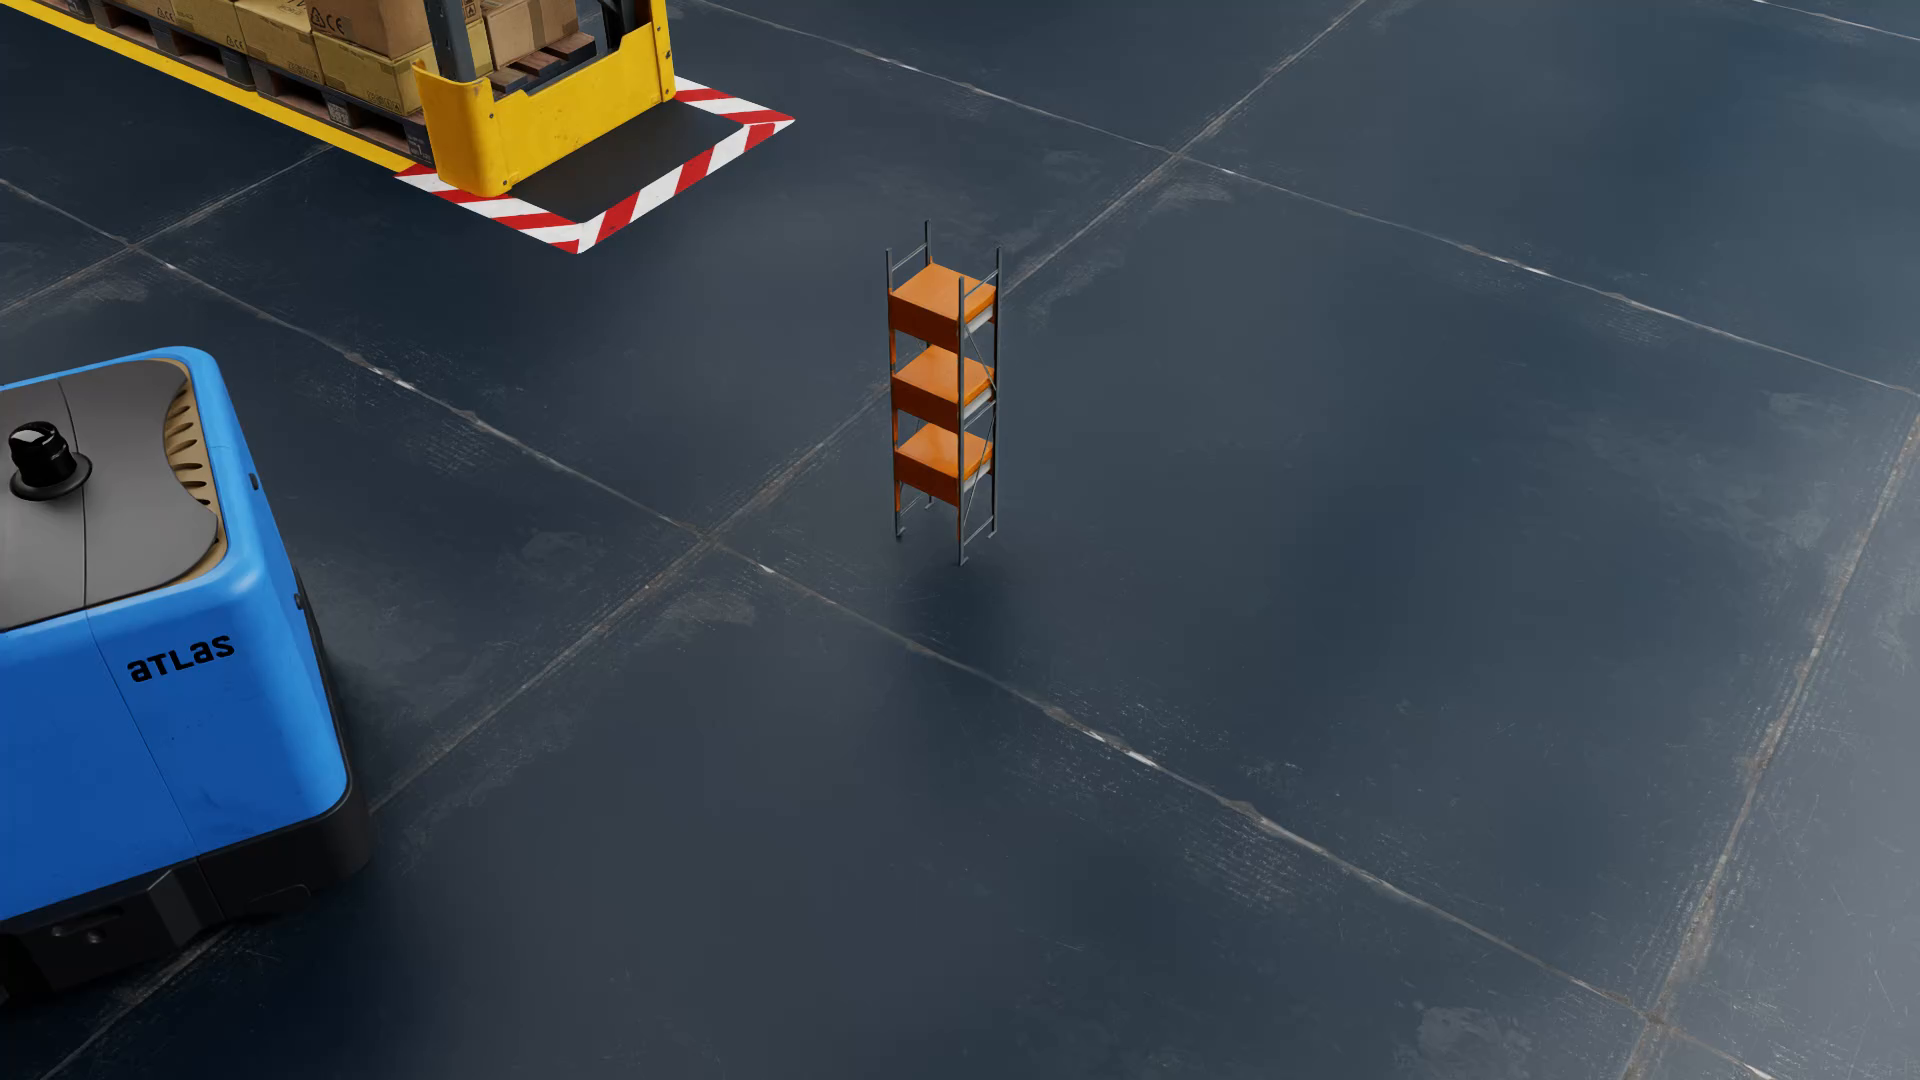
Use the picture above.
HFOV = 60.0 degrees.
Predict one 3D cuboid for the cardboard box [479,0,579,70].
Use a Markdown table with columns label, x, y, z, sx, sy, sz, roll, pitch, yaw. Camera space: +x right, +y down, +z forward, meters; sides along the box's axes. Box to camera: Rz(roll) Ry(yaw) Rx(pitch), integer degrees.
| label | x | y | z | sx | sy | sz | roll | pitch | yaw |
| --- | --- | --- | --- | --- | --- | --- | --- | --- | --- |
| cardboard box | -2.062 | -2.356 | 7.380 | 0.500 | 0.250 | 0.500 | 25 | 48 | 25 |

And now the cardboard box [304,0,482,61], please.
| label | x | y | z | sx | sy | sz | roll | pitch | yaw |
| --- | --- | --- | --- | --- | --- | --- | --- | --- | --- |
| cardboard box | -2.361 | -2.351 | 6.813 | 0.500 | 0.500 | 0.500 | 25 | 48 | 25 |

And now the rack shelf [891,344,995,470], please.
| label | x | y | z | sx | sy | sz | roll | pitch | yaw |
| --- | --- | --- | --- | --- | --- | --- | --- | --- | --- |
| rack shelf | -0.044 | -0.404 | 4.930 | 0.240 | 0.259 | 0.215 | 25 | 48 | 25 |

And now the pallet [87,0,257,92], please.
| label | x | y | z | sx | sy | sz | roll | pitch | yaw |
| --- | --- | --- | --- | --- | --- | --- | --- | --- | --- |
| pallet | -3.395 | -2.596 | 7.992 | 1.213 | 0.211 | 1.003 | 25 | 48 | 25 |

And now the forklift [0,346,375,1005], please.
| label | x | y | z | sx | sy | sz | roll | pitch | yaw |
| --- | --- | --- | --- | --- | --- | --- | --- | --- | --- |
| forklift | -3.057 | -0.091 | 3.154 | 3.031 | 2.935 | 1.130 | -18 | 45 | -19 |

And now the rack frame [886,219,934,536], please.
| label | x | y | z | sx | sy | sz | roll | pitch | yaw |
| --- | --- | --- | --- | --- | --- | --- | --- | --- | --- |
| rack frame | -0.144 | -0.458 | 4.975 | 0.008 | 1.050 | 0.200 | 25 | 48 | 25 |

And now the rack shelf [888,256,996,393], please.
| label | x | y | z | sx | sy | sz | roll | pitch | yaw |
| --- | --- | --- | --- | --- | --- | --- | --- | --- | --- |
| rack shelf | -0.044 | -0.615 | 4.741 | 0.240 | 0.259 | 0.215 | 25 | 48 | 25 |

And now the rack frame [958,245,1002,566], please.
| label | x | y | z | sx | sy | sz | roll | pitch | yaw |
| --- | --- | --- | --- | --- | --- | --- | --- | --- | --- |
| rack frame | 0.056 | -0.365 | 4.871 | 0.008 | 1.050 | 0.200 | 25 | 48 | 25 |

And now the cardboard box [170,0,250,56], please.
| label | x | y | z | sx | sy | sz | roll | pitch | yaw |
| --- | --- | --- | --- | --- | --- | --- | --- | --- | --- |
| cardboard box | -3.186 | -2.448 | 7.484 | 0.500 | 0.250 | 0.500 | 25 | 48 | 25 |

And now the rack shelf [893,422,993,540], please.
| label | x | y | z | sx | sy | sz | roll | pitch | yaw |
| --- | --- | --- | --- | --- | --- | --- | --- | --- | --- |
| rack shelf | -0.044 | -0.197 | 5.115 | 0.240 | 0.259 | 0.215 | 25 | 48 | 25 |

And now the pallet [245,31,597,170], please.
| label | x | y | z | sx | sy | sz | roll | pitch | yaw |
| --- | --- | --- | --- | --- | --- | --- | --- | --- | --- |
| pallet | -2.401 | -2.128 | 7.470 | 1.213 | 0.211 | 1.003 | 25 | 48 | 25 |

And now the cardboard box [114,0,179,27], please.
| label | x | y | z | sx | sy | sz | roll | pitch | yaw |
| --- | --- | --- | --- | --- | --- | --- | --- | --- | --- |
| cardboard box | -3.594 | -2.641 | 7.699 | 0.500 | 0.250 | 0.500 | 25 | 48 | 25 |

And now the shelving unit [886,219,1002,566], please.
| label | x | y | z | sx | sy | sz | roll | pitch | yaw |
| --- | --- | --- | --- | --- | --- | --- | --- | --- | --- |
| shelving unit | -0.044 | -0.412 | 4.923 | 0.252 | 1.050 | 0.215 | 25 | 48 | 25 |

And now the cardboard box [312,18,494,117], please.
| label | x | y | z | sx | sy | sz | roll | pitch | yaw |
| --- | --- | --- | --- | --- | --- | --- | --- | --- | --- |
| cardboard box | -2.359 | -2.073 | 7.064 | 0.500 | 0.250 | 0.500 | 25 | 48 | 25 |

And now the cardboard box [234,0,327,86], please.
| label | x | y | z | sx | sy | sz | roll | pitch | yaw |
| --- | --- | --- | --- | --- | --- | --- | --- | --- | --- |
| cardboard box | -2.776 | -2.258 | 7.271 | 0.500 | 0.250 | 0.500 | 25 | 48 | 25 |

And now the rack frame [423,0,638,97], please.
| label | x | y | z | sx | sy | sz | roll | pitch | yaw |
| --- | --- | --- | --- | --- | --- | --- | --- | --- | --- |
| rack frame | -1.751 | -2.897 | 6.238 | 0.127 | 3.000 | 1.000 | 25 | 48 | 25 |

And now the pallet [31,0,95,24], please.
| label | x | y | z | sx | sy | sz | roll | pitch | yaw |
| --- | --- | --- | --- | --- | --- | --- | --- | --- | --- |
| pallet | -4.398 | -3.062 | 8.514 | 1.213 | 0.211 | 1.003 | 25 | 48 | 25 |

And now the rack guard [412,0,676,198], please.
| label | x | y | z | sx | sy | sz | roll | pitch | yaw |
| --- | --- | --- | --- | --- | --- | --- | --- | --- | --- |
| rack guard | -1.731 | -1.957 | 7.062 | 0.348 | 0.500 | 1.175 | 25 | 48 | 25 |
